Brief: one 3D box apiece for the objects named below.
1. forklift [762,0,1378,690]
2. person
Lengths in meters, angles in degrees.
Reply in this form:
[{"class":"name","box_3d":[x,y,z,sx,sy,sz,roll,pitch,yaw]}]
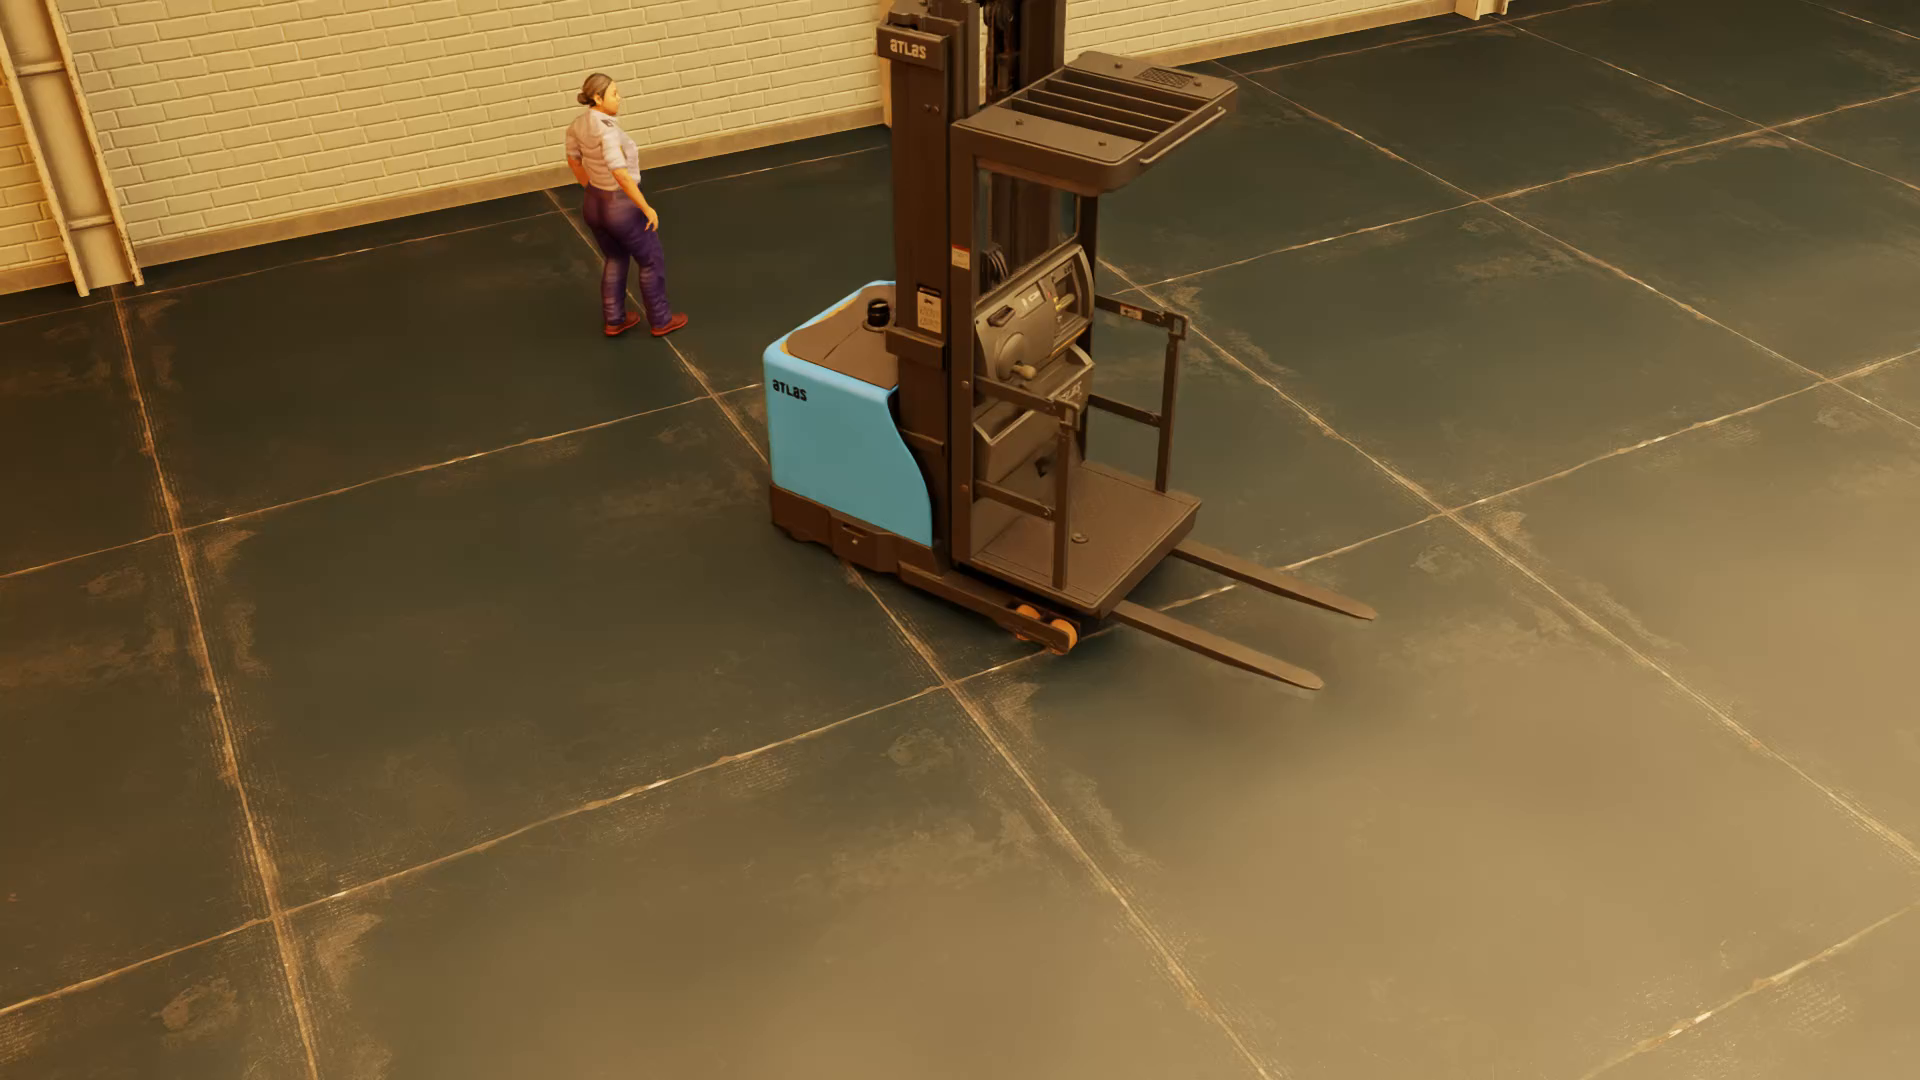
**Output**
[{"class":"forklift","box_3d":[0.519,-1.004,7.543,3.031,2.935,1.130,21,41,27]},{"class":"person","box_3d":[-2.035,-2.035,10.121,0.664,1.645,0.491,25,42,31]}]
